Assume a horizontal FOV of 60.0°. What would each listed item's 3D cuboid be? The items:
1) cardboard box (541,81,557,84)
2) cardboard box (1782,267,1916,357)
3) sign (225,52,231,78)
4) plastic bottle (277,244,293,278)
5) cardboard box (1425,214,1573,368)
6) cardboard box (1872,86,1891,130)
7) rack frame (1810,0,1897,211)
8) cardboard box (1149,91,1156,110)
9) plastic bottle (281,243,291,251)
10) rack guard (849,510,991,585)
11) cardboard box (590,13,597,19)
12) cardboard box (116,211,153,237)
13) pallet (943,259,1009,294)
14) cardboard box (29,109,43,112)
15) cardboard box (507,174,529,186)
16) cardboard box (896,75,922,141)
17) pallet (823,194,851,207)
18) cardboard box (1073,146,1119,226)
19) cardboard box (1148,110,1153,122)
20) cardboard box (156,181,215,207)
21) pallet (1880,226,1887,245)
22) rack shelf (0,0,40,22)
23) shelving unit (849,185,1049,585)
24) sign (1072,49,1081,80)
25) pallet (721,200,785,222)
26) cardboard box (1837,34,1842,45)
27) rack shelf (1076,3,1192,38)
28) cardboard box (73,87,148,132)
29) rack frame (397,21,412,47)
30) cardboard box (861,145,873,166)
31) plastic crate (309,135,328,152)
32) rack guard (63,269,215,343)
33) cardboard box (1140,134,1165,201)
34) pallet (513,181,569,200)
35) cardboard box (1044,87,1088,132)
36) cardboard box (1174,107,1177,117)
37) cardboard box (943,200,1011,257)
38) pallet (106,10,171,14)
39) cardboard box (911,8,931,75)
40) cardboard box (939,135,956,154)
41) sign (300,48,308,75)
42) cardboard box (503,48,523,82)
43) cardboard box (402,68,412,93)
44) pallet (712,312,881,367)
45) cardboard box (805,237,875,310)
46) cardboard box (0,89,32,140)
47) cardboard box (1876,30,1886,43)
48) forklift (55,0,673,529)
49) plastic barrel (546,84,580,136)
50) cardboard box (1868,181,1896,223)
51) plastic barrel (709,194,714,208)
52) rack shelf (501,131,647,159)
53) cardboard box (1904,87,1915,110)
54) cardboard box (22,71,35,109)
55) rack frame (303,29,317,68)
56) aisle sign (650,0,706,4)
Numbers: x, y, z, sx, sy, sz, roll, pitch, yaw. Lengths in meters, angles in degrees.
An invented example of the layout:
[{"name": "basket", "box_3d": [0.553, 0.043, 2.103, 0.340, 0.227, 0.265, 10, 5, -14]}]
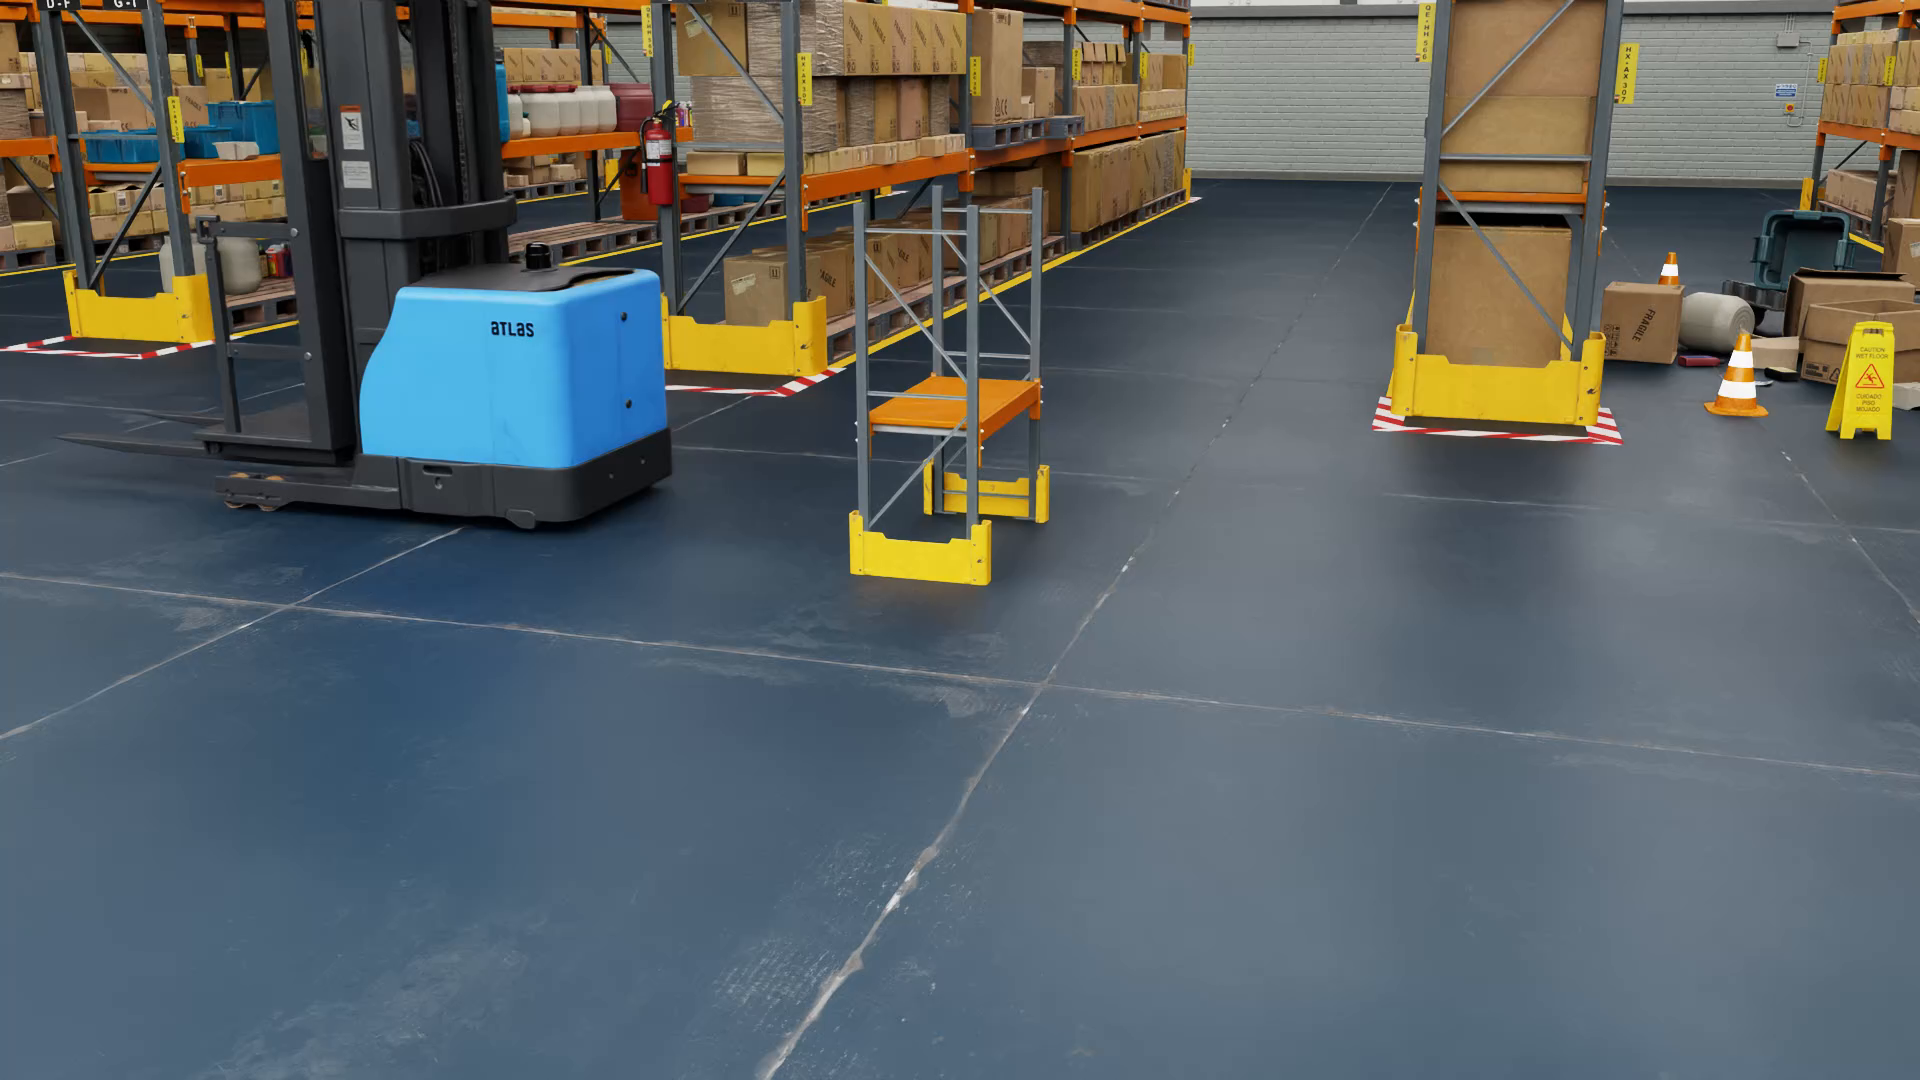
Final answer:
[{"name": "cardboard box", "box_3d": [-6.780, -7.078, 26.603, 0.500, 0.500, 0.500, 4, 16, 15]}, {"name": "cardboard box", "box_3d": [6.302, -1.608, 11.827, 0.797, 0.637, 0.503, 5, 16, 16]}, {"name": "sign", "box_3d": [-9.275, -6.031, 21.120, 0.100, 0.325, 0.005, 5, 16, 16]}, {"name": "plastic bottle", "box_3d": [-5.976, -2.470, 14.712, 0.061, 0.283, 0.133, 5, 16, 16]}, {"name": "cardboard box", "box_3d": [3.327, -1.562, 10.464, 0.875, 0.875, 0.875, 5, 17, 16]}, {"name": "cardboard box", "box_3d": [11.269, -5.171, 19.880, 0.500, 0.500, 0.500, 5, 17, 16]}, {"name": "rack frame", "box_3d": [12.519, -6.028, 23.086, 1.000, 3.000, 0.127, 5, 16, 16]}, {"name": "cardboard box", "box_3d": [2.412, -6.054, 22.904, 0.500, 0.250, 0.500, 5, 16, 16]}, {"name": "plastic bottle", "box_3d": [-6.039, -2.511, 14.869, 0.152, 0.276, 0.135, 4, 16, 14]}, {"name": "rack guard", "box_3d": [-0.163, 0.030, 6.766, 0.587, 0.250, 0.087, 5, 16, 16]}, {"name": "cardboard box", "box_3d": [-6.372, -8.782, 27.572, 0.500, 0.250, 0.500, 5, 16, 16]}, {"name": "cardboard box", "box_3d": [-9.390, -3.526, 18.531, 0.500, 0.250, 0.500, 5, 17, 17]}, {"name": "pallet", "box_3d": [-0.172, -2.520, 15.825, 1.003, 0.211, 1.213, 5, 16, 16]}, {"name": "cardboard box", "box_3d": [-12.951, -5.941, 23.202, 0.380, 0.149, 0.250, 5, 17, 18]}, {"name": "cardboard box", "box_3d": [-7.053, -5.688, 26.272, 0.380, 0.166, 0.250, 5, 16, 16]}, {"name": "cardboard box", "box_3d": [-0.801, -3.469, 13.334, 0.875, 0.500, 0.500, 5, 16, 16]}, {"name": "pallet", "box_3d": [-2.351, -5.308, 25.658, 1.003, 0.211, 1.213, 5, 16, 16]}, {"name": "cardboard box", "box_3d": [1.221, -4.295, 20.099, 1.225, 0.875, 0.875, 5, 16, 16]}, {"name": "cardboard box", "box_3d": [2.433, -5.819, 22.807, 0.380, 0.149, 0.250, 5, 17, 18]}, {"name": "cardboard box", "box_3d": [-9.097, -4.067, 19.411, 0.500, 0.311, 0.500, 5, 17, 17]}, {"name": "pallet", "box_3d": [11.236, -3.432, 19.044, 1.003, 0.211, 1.213, 5, 16, 16]}, {"name": "rack shelf", "box_3d": [-10.457, -5.000, 15.282, 1.077, 0.370, 4.000, 5, 16, 16]}, {"name": "shelving unit", "box_3d": [-0.022, -0.702, 7.054, 0.587, 1.500, 1.083, 5, 16, 16]}, {"name": "sign", "box_3d": [1.268, -5.183, 18.129, 0.100, 0.325, 0.005, 5, 16, 16]}, {"name": "pallet", "box_3d": [-3.127, -4.594, 23.140, 1.003, 0.211, 1.213, 5, 16, 16]}, {"name": "cardboard box", "box_3d": [12.153, -6.798, 22.595, 0.380, 0.149, 0.250, 5, 17, 17]}, {"name": "rack shelf", "box_3d": [2.450, -7.370, 23.639, 1.077, 0.370, 4.000, 5, 16, 16]}, {"name": "cardboard box", "box_3d": [-9.505, -4.812, 18.614, 0.500, 0.500, 0.500, 6, 17, 20]}, {"name": "rack frame", "box_3d": [-5.141, -4.041, 16.080, 1.000, 3.000, 0.127, 5, 16, 16]}, {"name": "cardboard box", "box_3d": [-0.871, -2.873, 12.424, 0.380, 0.149, 0.250, 5, 16, 16]}, {"name": "plastic crate", "box_3d": [-5.360, -3.470, 14.549, 0.530, 0.136, 0.437, 5, 16, 16]}, {"name": "rack guard", "box_3d": [-6.301, -1.816, 12.815, 1.175, 0.500, 0.348, 5, 16, 16]}, {"name": "cardboard box", "box_3d": [2.401, -5.332, 23.755, 0.875, 0.875, 0.875, 5, 16, 16]}, {"name": "pallet", "box_3d": [-7.075, -5.678, 26.960, 1.003, 0.211, 1.213, 5, 16, 16]}, {"name": "cardboard box", "box_3d": [1.144, -4.858, 18.776, 0.500, 0.500, 0.500, 5, 17, 18]}, {"name": "cardboard box", "box_3d": [3.016, -6.358, 24.708, 0.380, 0.149, 0.250, 5, 17, 17]}, {"name": "cardboard box", "box_3d": [0.115, -3.095, 16.519, 0.700, 0.500, 0.500, 3, 16, 11]}, {"name": "pallet", "box_3d": [-12.579, -8.010, 24.926, 0.805, 0.209, 1.217, 4, 16, 14]}, {"name": "cardboard box", "box_3d": [-0.540, -3.929, 13.123, 0.500, 0.500, 0.500, 5, 16, 16]}, {"name": "cardboard box", "box_3d": [-0.252, -3.393, 14.254, 0.380, 0.149, 0.250, 5, 16, 16]}, {"name": "sign", "box_3d": [-8.219, -5.988, 20.821, 0.100, 0.325, 0.005, 5, 16, 16]}, {"name": "cardboard box", "box_3d": [-7.066, -7.285, 25.501, 0.500, 0.500, 0.500, 4, 16, 14]}, {"name": "cardboard box", "box_3d": [-8.058, -6.303, 23.100, 0.700, 0.500, 0.500, 1, 16, 2]}, {"name": "pallet", "box_3d": [-1.243, -1.499, 12.227, 1.003, 0.211, 1.213, 5, 16, 16]}, {"name": "cardboard box", "box_3d": [-1.002, -2.094, 13.025, 0.500, 0.500, 0.500, 6, 17, 21]}, {"name": "cardboard box", "box_3d": [-10.009, -4.358, 17.013, 0.700, 0.500, 0.500, 4, 16, 14]}, {"name": "cardboard box", "box_3d": [11.516, -6.189, 20.448, 0.380, 0.149, 0.250, 4, 16, 15]}, {"name": "forklift", "box_3d": [-2.996, -1.673, 7.858, 3.031, 2.935, 1.130, 5, 17, 17]}, {"name": "plastic barrel", "box_3d": [-4.327, -4.645, 17.960, 0.433, 0.535, 0.433, 0, 16, 0]}, {"name": "cardboard box", "box_3d": [11.664, -4.107, 20.238, 0.875, 0.438, 0.875, 4, 16, 15]}, {"name": "plastic barrel", "box_3d": [-3.486, -4.672, 22.095, 0.421, 0.512, 0.421, 0, 16, 0]}, {"name": "rack shelf", "box_3d": [-4.573, -4.218, 18.023, 1.077, 0.370, 4.000, 5, 16, 16]}, {"name": "cardboard box", "box_3d": [10.866, -4.918, 18.531, 0.500, 0.250, 0.500, 5, 17, 17]}, {"name": "cardboard box", "box_3d": [-13.119, -6.164, 22.800, 0.500, 0.500, 0.500, 5, 17, 18]}, {"name": "rack frame", "box_3d": [-11.229, -7.949, 29.858, 1.000, 3.000, 0.127, 5, 16, 16]}, {"name": "aisle sign", "box_3d": [-1.834, -3.868, 10.707, 0.394, 0.787, 0.004, 5, 16, 16]}]
